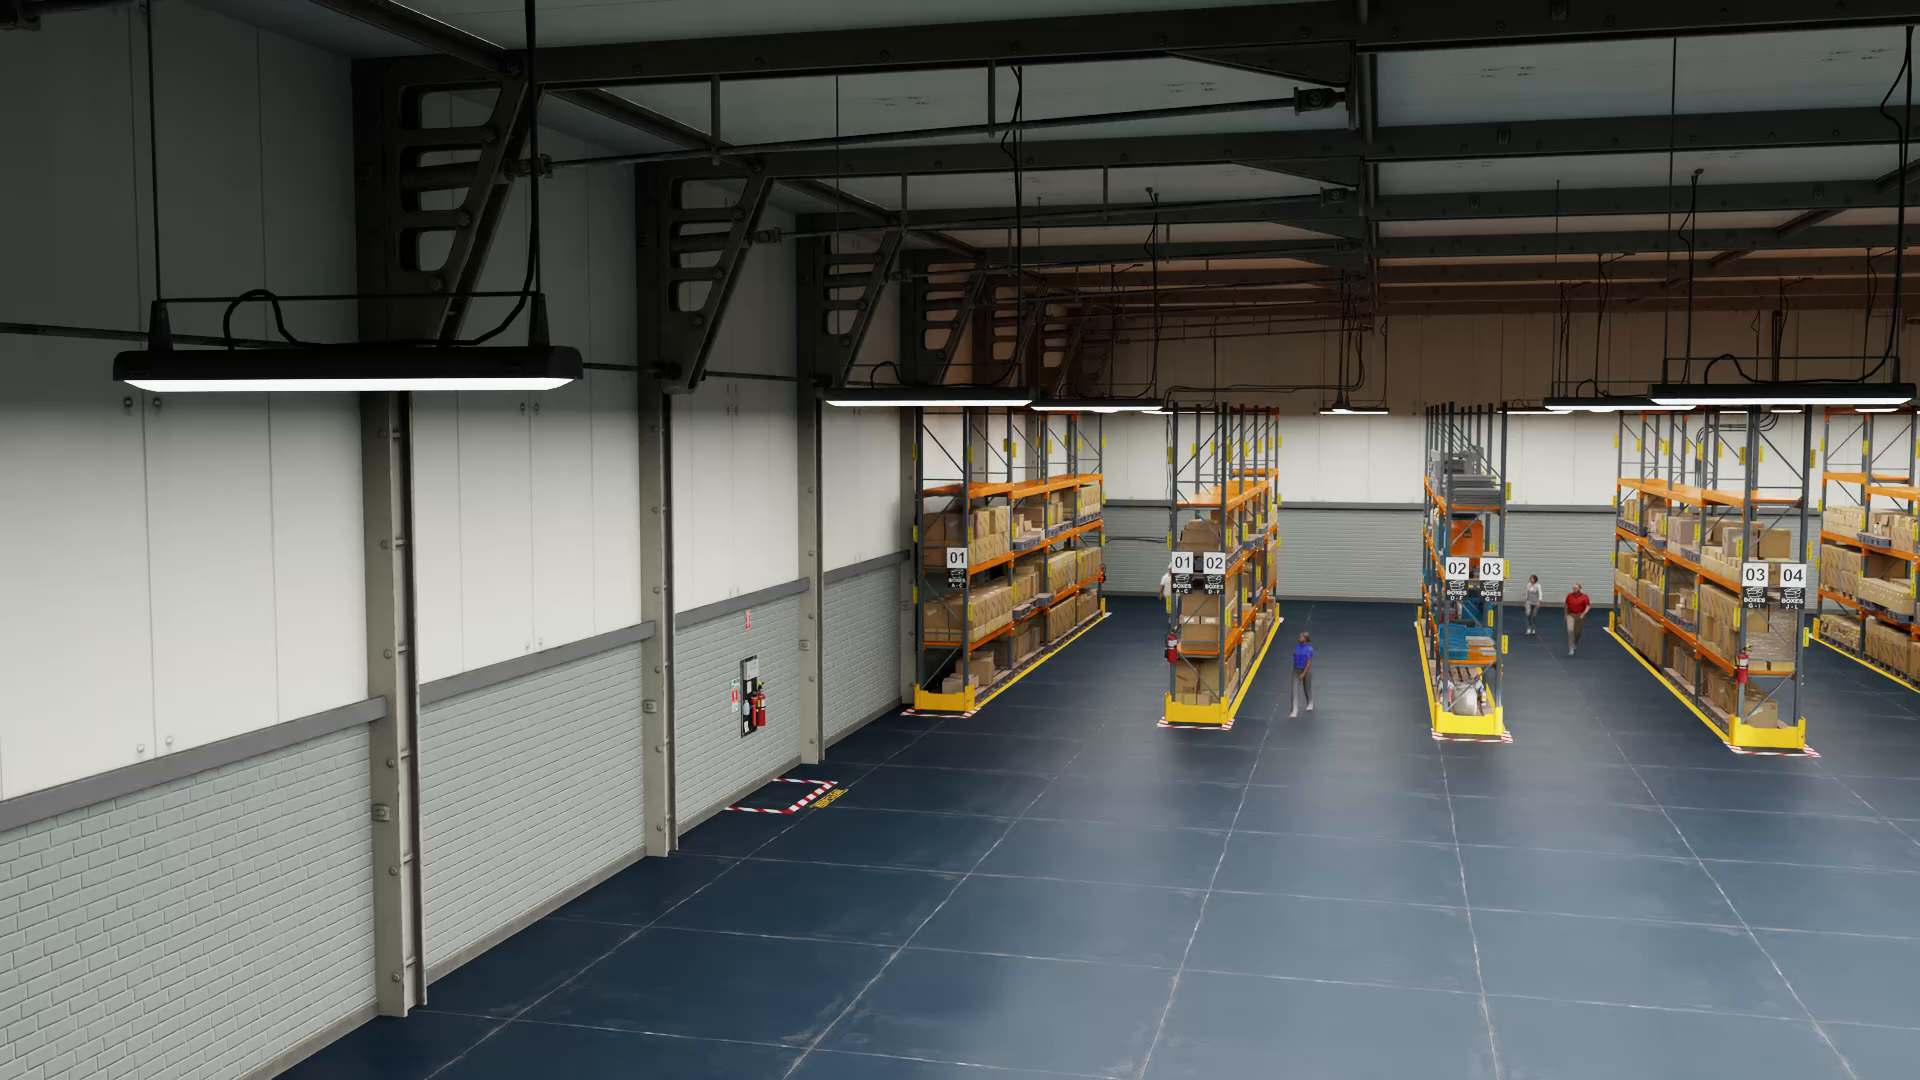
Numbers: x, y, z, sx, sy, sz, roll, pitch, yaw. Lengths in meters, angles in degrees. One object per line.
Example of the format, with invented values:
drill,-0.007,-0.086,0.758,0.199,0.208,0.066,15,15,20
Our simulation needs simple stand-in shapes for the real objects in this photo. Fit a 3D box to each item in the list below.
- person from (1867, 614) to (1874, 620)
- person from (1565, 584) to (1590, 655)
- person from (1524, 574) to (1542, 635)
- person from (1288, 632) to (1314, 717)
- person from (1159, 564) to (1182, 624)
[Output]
person,24.651,1.565,44.453,1.006,1.747,0.605,1,4,8
person,14.999,1.913,40.399,0.535,1.716,0.995,1,4,14
person,15.076,1.694,43.740,0.433,1.597,0.575,1,4,16
person,6.563,2.552,31.857,0.417,1.597,0.968,2,5,22
person,5.769,1.511,45.368,0.640,1.722,1.054,1,4,14
